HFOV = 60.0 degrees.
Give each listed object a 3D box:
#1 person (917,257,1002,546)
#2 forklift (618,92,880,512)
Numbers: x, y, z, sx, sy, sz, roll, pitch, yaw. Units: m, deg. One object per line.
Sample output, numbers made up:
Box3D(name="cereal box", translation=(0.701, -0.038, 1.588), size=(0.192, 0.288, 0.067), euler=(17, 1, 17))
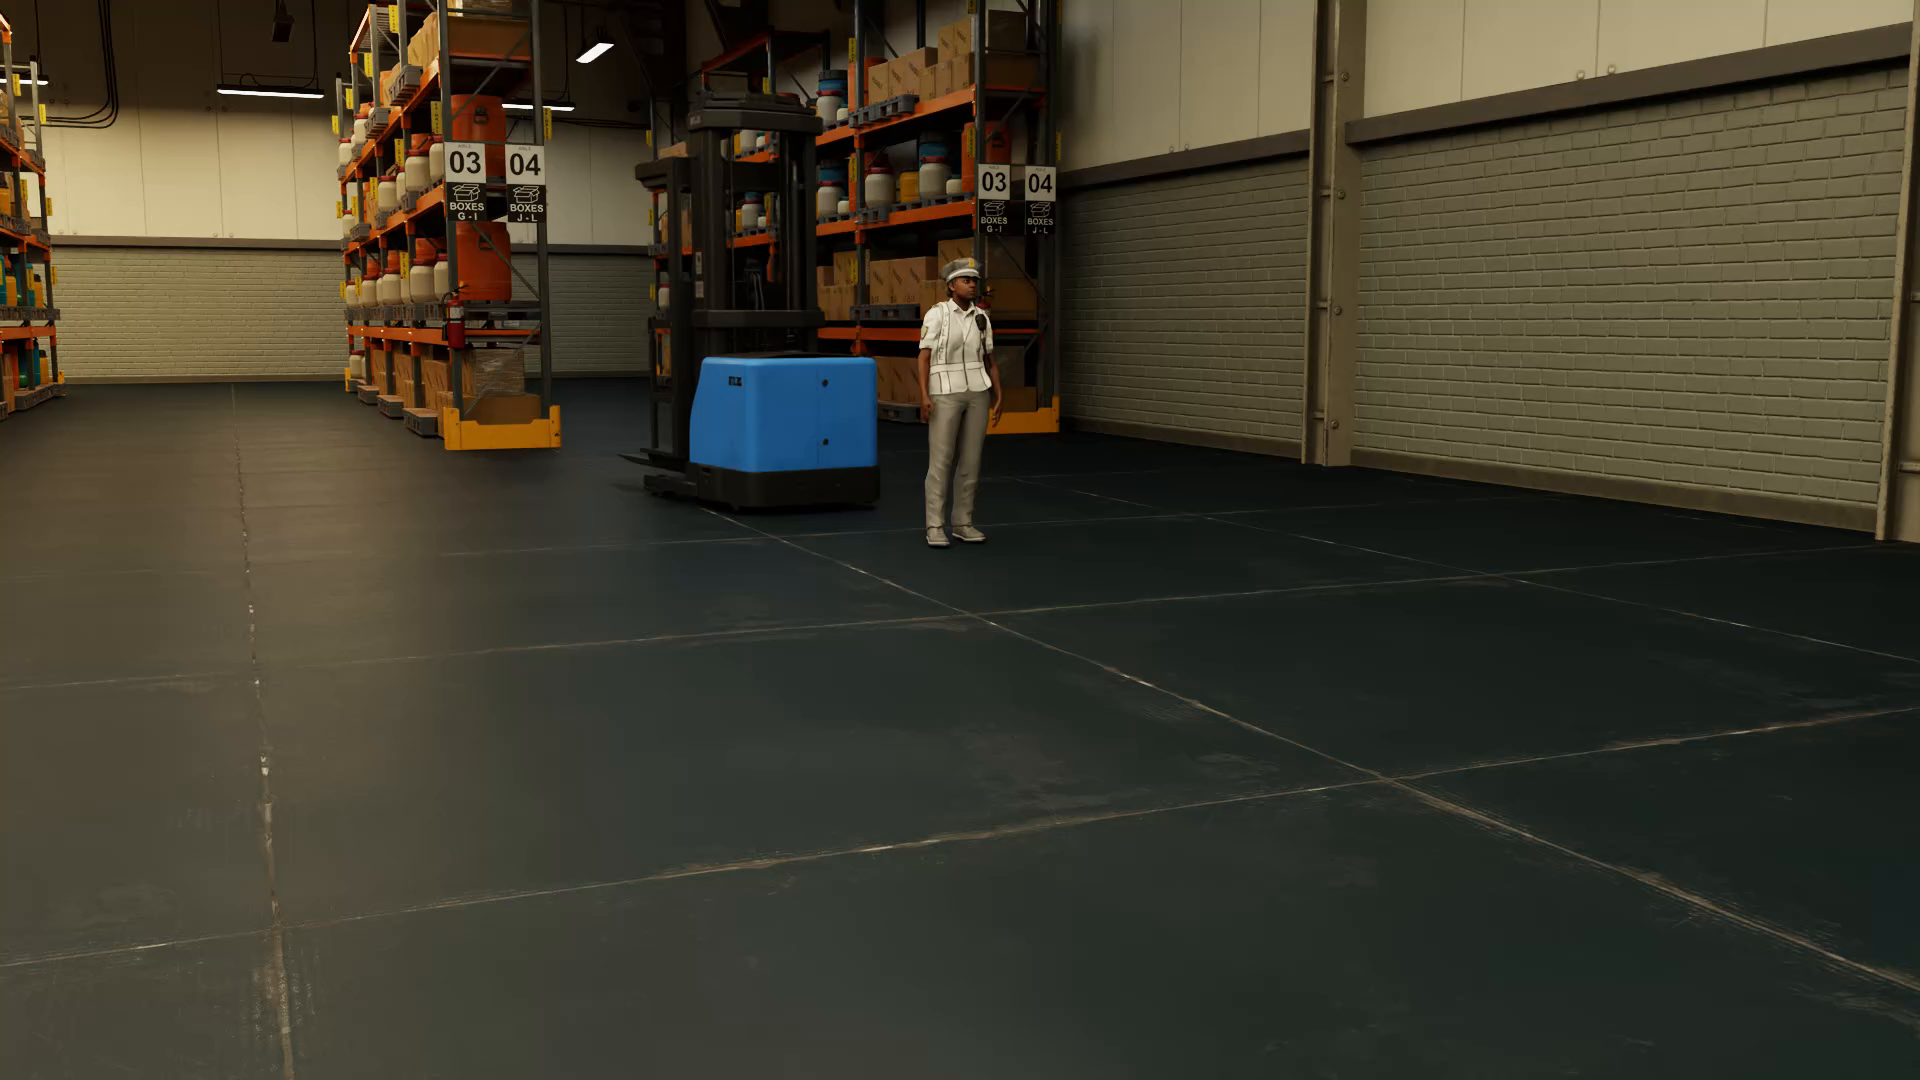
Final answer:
Box3D(name="person", translation=(0.012, -0.836, 9.966), size=(0.570, 1.694, 0.528), euler=(-3, 8, -23))
Box3D(name="forklift", translation=(-1.769, -1.800, 12.592), size=(1.130, 2.935, 3.031), euler=(-5, 9, -31))
